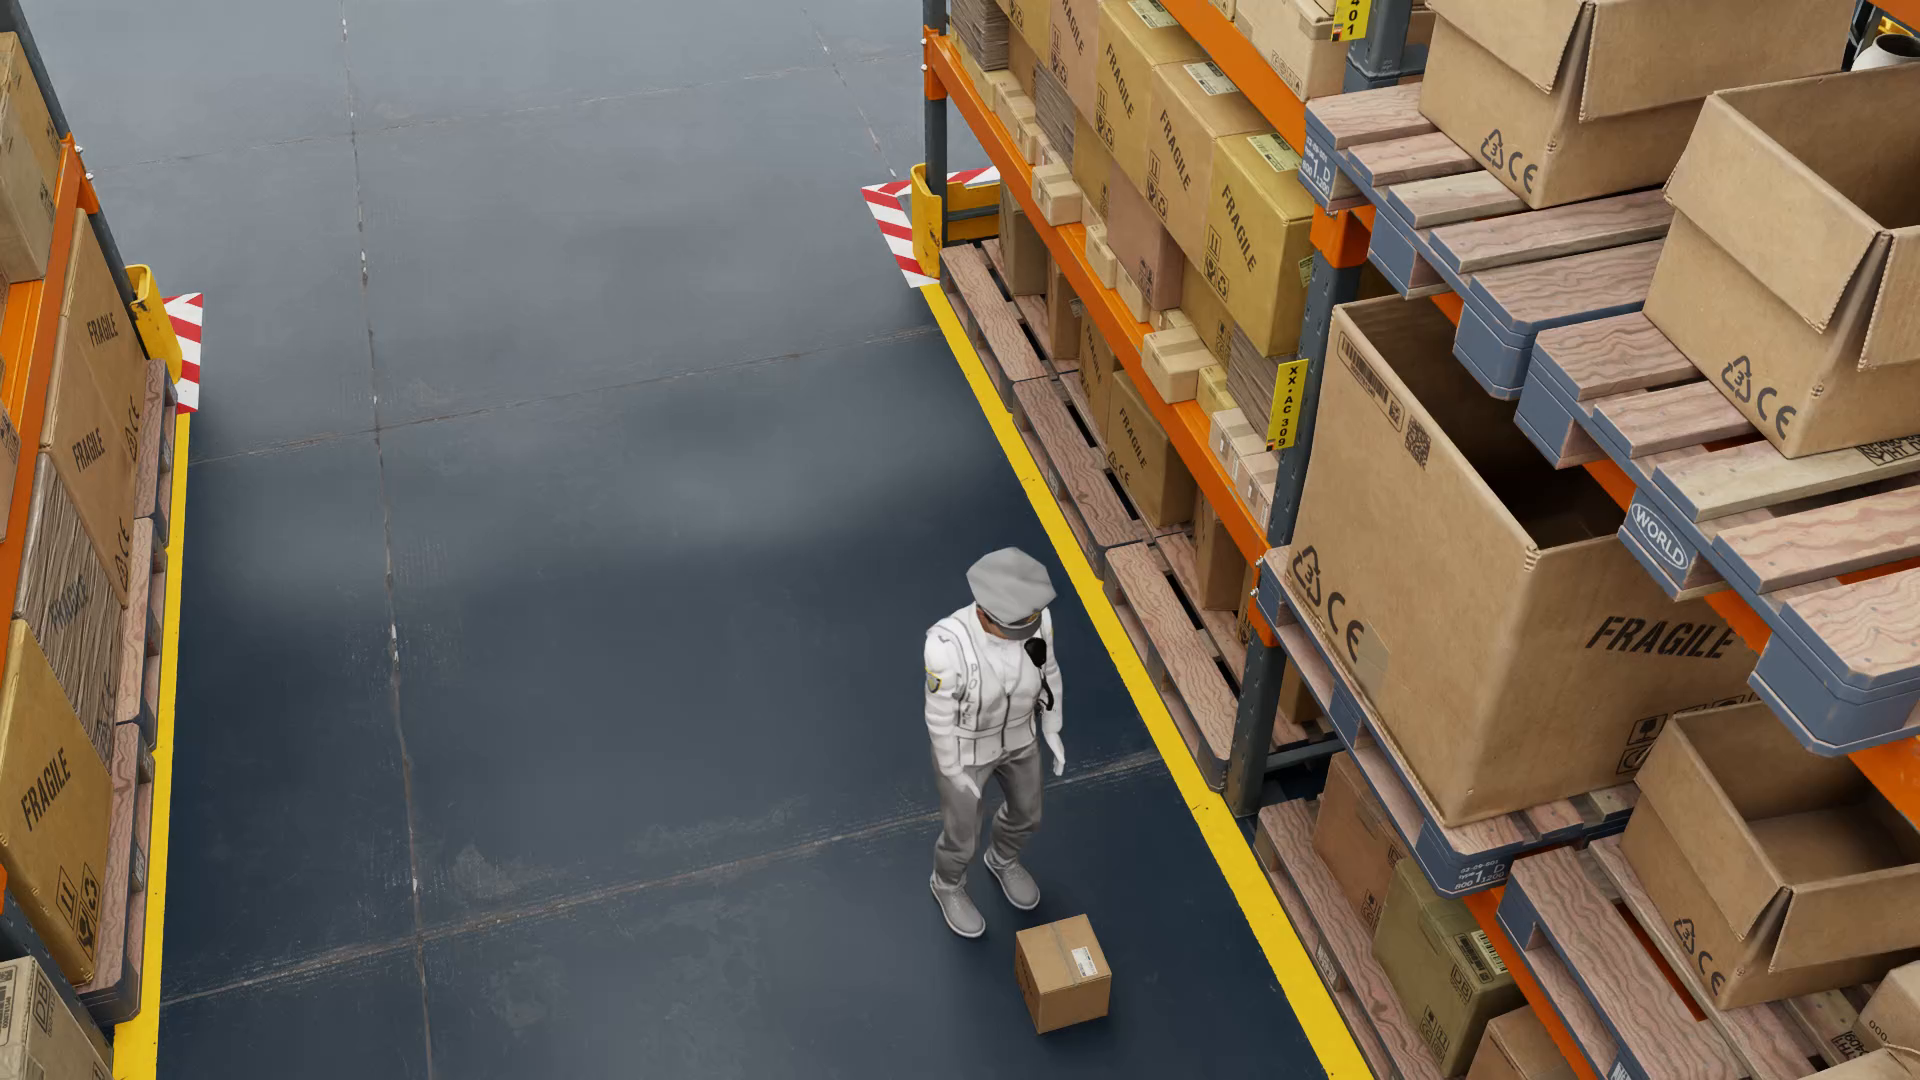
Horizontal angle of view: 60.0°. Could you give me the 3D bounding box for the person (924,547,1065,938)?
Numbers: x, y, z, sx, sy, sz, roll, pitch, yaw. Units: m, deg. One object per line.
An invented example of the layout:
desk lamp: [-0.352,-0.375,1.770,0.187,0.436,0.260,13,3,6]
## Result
person: [0.117,0.671,5.445,0.485,1.651,0.380,-21,47,-22]
